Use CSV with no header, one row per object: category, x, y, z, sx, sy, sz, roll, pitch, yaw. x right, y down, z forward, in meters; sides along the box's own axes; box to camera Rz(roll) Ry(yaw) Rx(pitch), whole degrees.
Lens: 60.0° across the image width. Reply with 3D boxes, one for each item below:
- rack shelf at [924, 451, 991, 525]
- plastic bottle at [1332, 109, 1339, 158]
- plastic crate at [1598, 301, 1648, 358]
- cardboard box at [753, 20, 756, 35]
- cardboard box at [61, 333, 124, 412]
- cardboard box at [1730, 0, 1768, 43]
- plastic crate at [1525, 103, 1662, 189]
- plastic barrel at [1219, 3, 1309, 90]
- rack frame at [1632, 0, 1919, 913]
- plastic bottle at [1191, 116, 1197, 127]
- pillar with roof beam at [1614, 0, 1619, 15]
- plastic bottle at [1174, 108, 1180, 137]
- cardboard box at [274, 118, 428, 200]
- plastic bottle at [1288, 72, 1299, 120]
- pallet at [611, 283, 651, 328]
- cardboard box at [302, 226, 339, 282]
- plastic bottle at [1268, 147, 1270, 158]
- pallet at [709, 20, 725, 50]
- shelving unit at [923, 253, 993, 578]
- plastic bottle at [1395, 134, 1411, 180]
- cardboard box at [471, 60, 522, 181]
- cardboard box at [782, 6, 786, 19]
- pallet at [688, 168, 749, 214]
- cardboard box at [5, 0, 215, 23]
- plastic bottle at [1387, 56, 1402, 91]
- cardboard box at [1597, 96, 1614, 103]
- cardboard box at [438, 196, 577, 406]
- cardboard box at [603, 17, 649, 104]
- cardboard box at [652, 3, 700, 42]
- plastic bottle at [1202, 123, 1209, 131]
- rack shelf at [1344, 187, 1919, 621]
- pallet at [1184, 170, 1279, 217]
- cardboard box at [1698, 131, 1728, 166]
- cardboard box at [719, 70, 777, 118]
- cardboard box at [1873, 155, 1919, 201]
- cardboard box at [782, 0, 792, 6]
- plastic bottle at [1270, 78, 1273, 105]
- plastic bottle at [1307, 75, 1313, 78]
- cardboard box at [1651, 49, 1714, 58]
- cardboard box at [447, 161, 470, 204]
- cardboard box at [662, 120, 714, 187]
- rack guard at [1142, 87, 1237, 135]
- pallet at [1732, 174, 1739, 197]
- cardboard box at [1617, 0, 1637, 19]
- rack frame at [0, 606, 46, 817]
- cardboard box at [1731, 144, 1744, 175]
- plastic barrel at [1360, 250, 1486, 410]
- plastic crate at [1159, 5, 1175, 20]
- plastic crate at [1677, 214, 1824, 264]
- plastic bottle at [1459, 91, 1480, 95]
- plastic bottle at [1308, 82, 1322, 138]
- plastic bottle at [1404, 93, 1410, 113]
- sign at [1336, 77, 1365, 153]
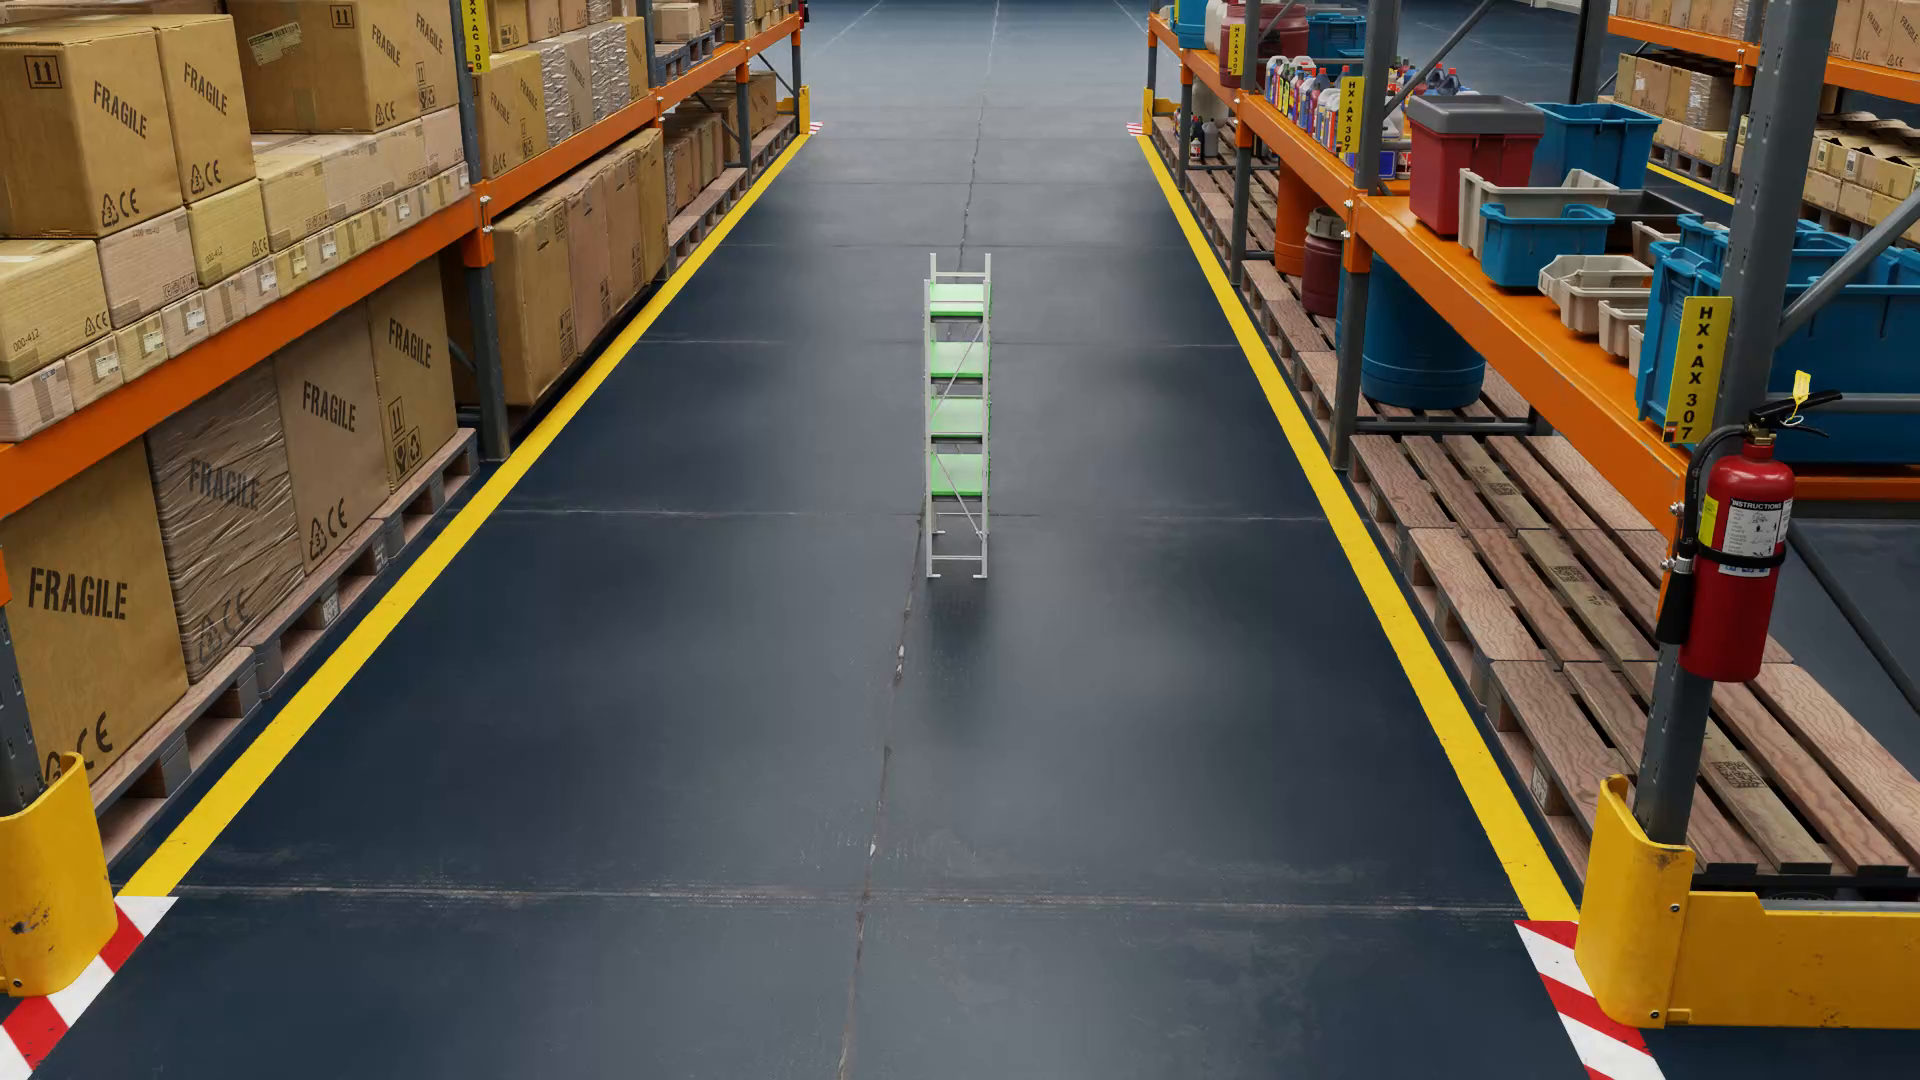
rack shelf,-0.005,-0.216,6.768,0.258,0.148,0.480,1,21,2
plastic bottle,1.974,-2.115,8.402,0.144,0.351,0.185,1,21,2
plastic crate,2.013,-0.596,4.699,0.396,0.136,0.243,1,21,2
cardboard box,-2.132,-4.821,15.654,0.380,0.149,0.250,1,21,2
cardboard box,-2.458,-0.444,4.374,0.380,0.149,0.250,0,21,1
cardboard box,7.469,-4.779,15.061,0.700,0.500,0.500,0,21,0
plastic crate,2.594,-1.583,6.902,0.392,0.384,0.575,1,21,2
plastic barrel,2.100,-3.416,11.499,0.600,0.536,0.708,1,21,2
rack frame,2.146,-0.289,3.628,1.000,3.000,0.127,1,21,2
plastic bottle,2.248,-3.904,15.996,0.144,0.351,0.185,0,21,-1
pillar with roof beam,9.622,-15.055,33.390,9.100,9.000,0.400,1,21,2
plastic bottle,2.240,-4.279,17.058,0.061,0.283,0.133,1,21,3
cardboard box,-2.448,-1.509,6.568,0.500,0.250,0.500,1,21,3
plastic bottle,1.997,-2.628,9.834,0.097,0.271,0.097,0,21,0
pallet,-2.661,-1.652,10.995,1.003,0.211,1.213,1,21,2
cardboard box,-2.413,-1.002,5.813,0.380,0.149,0.250,1,21,3
plastic bottle,2.965,-3.712,15.710,0.097,0.201,0.097,0,21,0
pallet,-2.609,-4.318,14.277,1.003,0.211,1.213,1,21,2
shelving unit,-0.005,-0.500,6.658,0.258,1.200,0.503,1,21,2
plastic bottle,2.081,-1.794,7.781,0.097,0.201,0.097,0,21,0
cardboard box,-2.420,-2.000,7.899,0.500,0.500,0.500,1,21,2
cardboard box,-2.085,-5.725,17.984,0.380,0.149,0.250,1,21,2
pallet,-2.462,-3.101,14.729,1.003,0.211,1.213,1,21,2
cardboard box,-2.987,-1.672,5.950,0.500,0.500,0.500,0,21,0
plastic bottle,2.803,-2.976,10.714,0.061,0.283,0.133,1,21,2
cardboard box,7.345,-4.741,18.321,0.500,0.250,0.500,1,21,2
cardboard box,-2.684,-1.227,8.401,1.225,0.875,0.875,1,21,2
cardboard box,-2.329,-3.102,10.738,0.500,0.500,0.500,1,21,3
cardboard box,-2.281,-3.966,12.729,0.500,0.250,0.500,0,21,0
plastic bottle,2.397,-3.876,16.029,0.152,0.276,0.135,1,21,2
rack shelf,2.206,-0.677,5.621,1.077,0.370,4.000,1,21,2
pallet,2.525,-3.044,14.581,1.003,0.211,1.213,1,21,2
cardboard box,7.257,-3.656,15.526,0.500,0.250,0.500,1,21,2
cardboard box,-2.354,-4.934,18.472,0.500,0.500,0.500,5,22,12
cardboard box,7.119,-2.681,12.238,0.500,0.311,0.500,0,21,1
cardboard box,-2.258,-5.933,17.625,0.875,0.500,0.500,1,21,2
plastic bottle,2.019,-2.859,10.526,0.097,0.201,0.097,0,21,0
plastic bottle,2.164,-2.774,10.307,0.097,0.201,0.097,0,21,0
cardboard box,7.864,-5.085,18.171,0.500,0.500,0.500,1,21,2
cardboard box,-2.365,-1.559,7.247,0.380,0.149,0.250,1,21,2
cardboard box,-2.514,-3.328,14.307,0.700,0.500,0.500,1,21,1
rack guard,2.677,-4.881,18.917,1.175,0.500,0.348,1,21,2
pallet,7.478,-3.005,14.483,1.003,0.211,1.213,1,21,2
cardboard box,7.556,-5.896,17.940,0.700,0.500,0.500,1,21,2
rack frame,-2.805,-0.344,3.768,1.000,3.000,0.127,1,21,2
cardboard box,7.202,-3.343,14.718,0.500,0.250,0.500,0,21,0
plastic barrel,2.301,-1.149,8.165,0.600,0.901,0.708,1,21,2
plastic crate,2.283,-5.631,17.760,0.298,0.136,0.250,1,21,2
plastic crate,2.531,-0.909,5.374,0.416,0.233,0.300,1,21,2
plastic bottle,2.697,-2.259,8.877,0.152,0.276,0.135,1,21,2
plastic bottle,1.955,-2.358,9.121,0.061,0.283,0.133,1,21,2
plastic bottle,2.765,-2.708,10.135,0.097,0.201,0.097,0,21,0
sign,1.717,-1.871,7.322,0.100,0.325,0.005,1,21,2
